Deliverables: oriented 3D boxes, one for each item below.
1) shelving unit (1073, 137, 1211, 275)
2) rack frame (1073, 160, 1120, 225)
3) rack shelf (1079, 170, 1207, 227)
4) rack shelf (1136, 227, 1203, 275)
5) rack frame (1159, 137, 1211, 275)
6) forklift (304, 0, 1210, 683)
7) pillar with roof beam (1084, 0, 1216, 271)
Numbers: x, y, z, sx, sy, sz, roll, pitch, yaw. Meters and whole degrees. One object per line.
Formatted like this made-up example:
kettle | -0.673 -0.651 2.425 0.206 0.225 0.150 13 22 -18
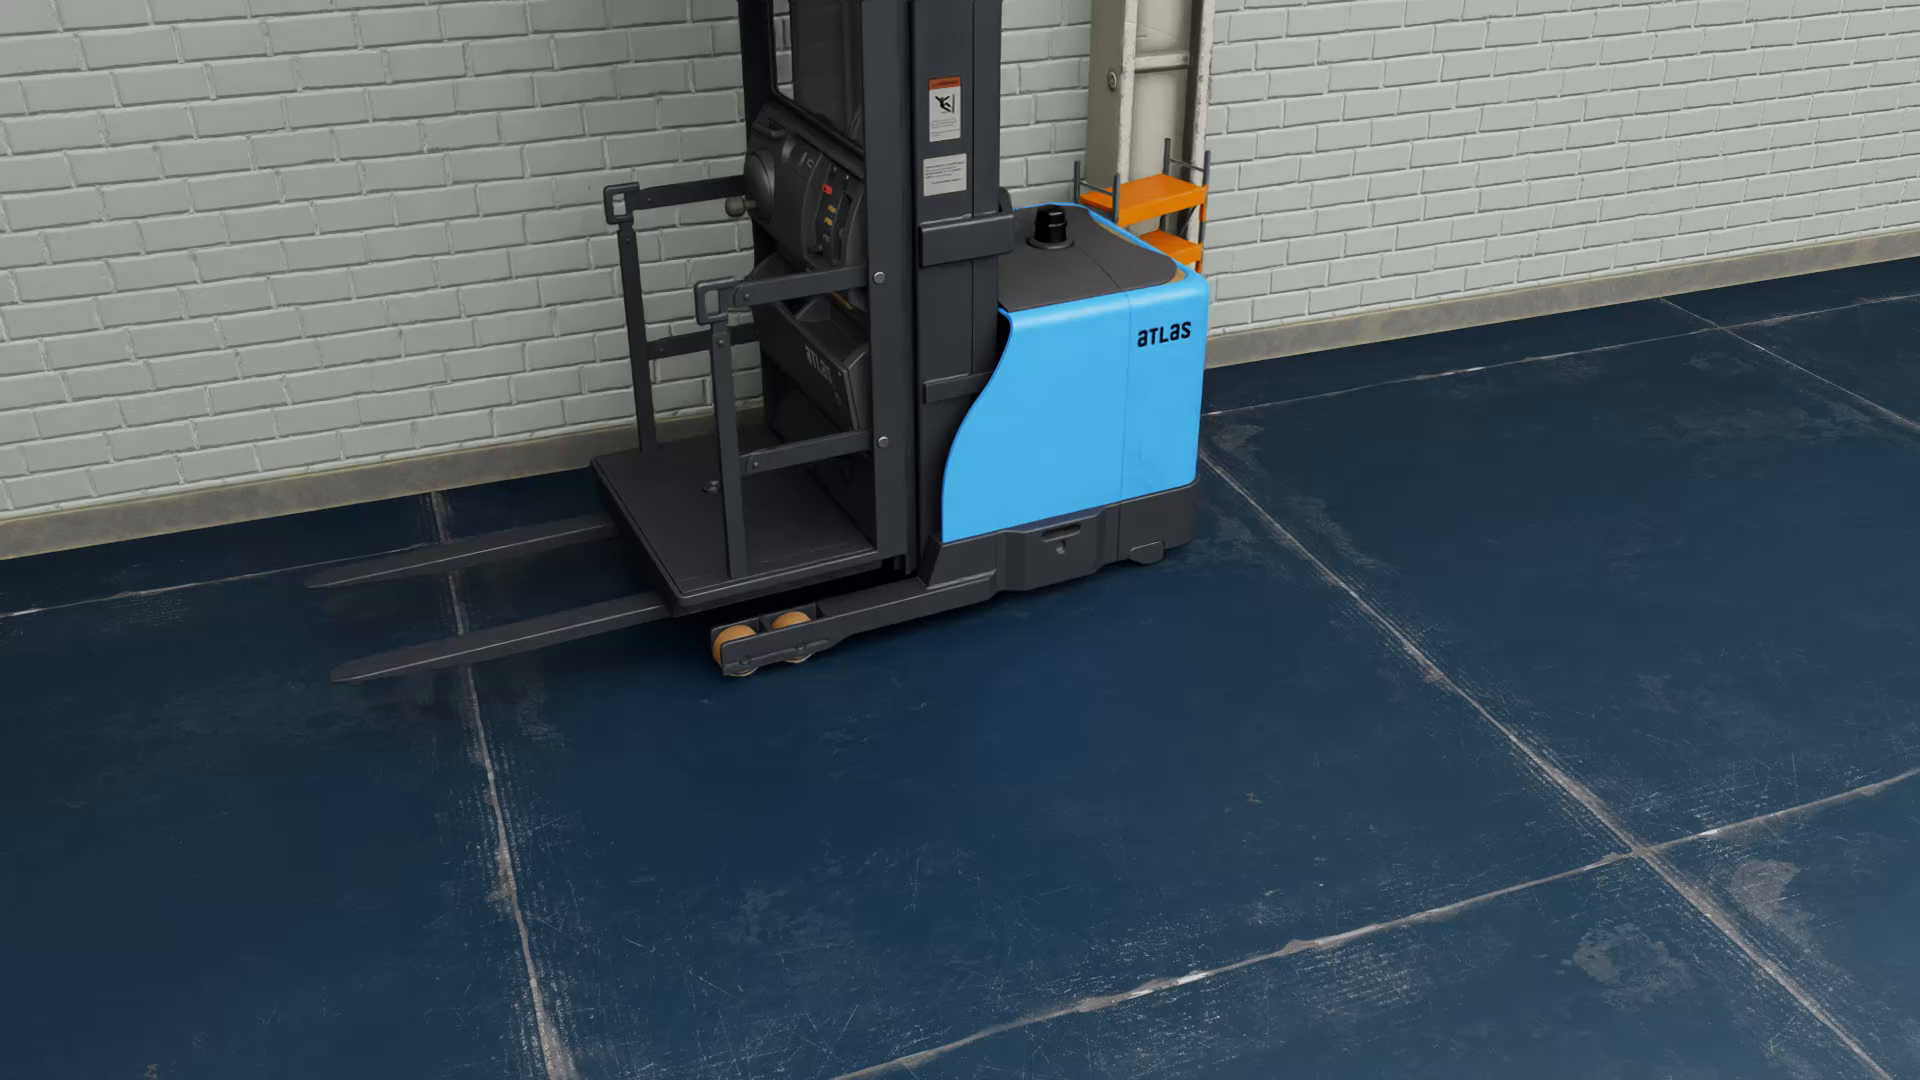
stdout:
shelving unit | 0.710 -0.966 6.733 0.503 1.200 0.258 -22 36 -33
rack frame | 0.520 -0.890 6.600 0.015 1.200 0.240 -22 36 -33
rack shelf | 0.710 -1.307 6.539 0.480 0.148 0.258 -22 36 -33
rack shelf | 0.710 -1.102 6.656 0.480 0.148 0.258 -22 36 -33
rack frame | 0.900 -1.041 6.866 0.015 1.200 0.240 -22 36 -33
forklift | -0.687 -1.123 5.260 3.031 2.935 1.130 -13 32 -22
pillar with roof beam | 2.264 -2.567 1.665 0.400 9.000 9.100 -10 31 -18
